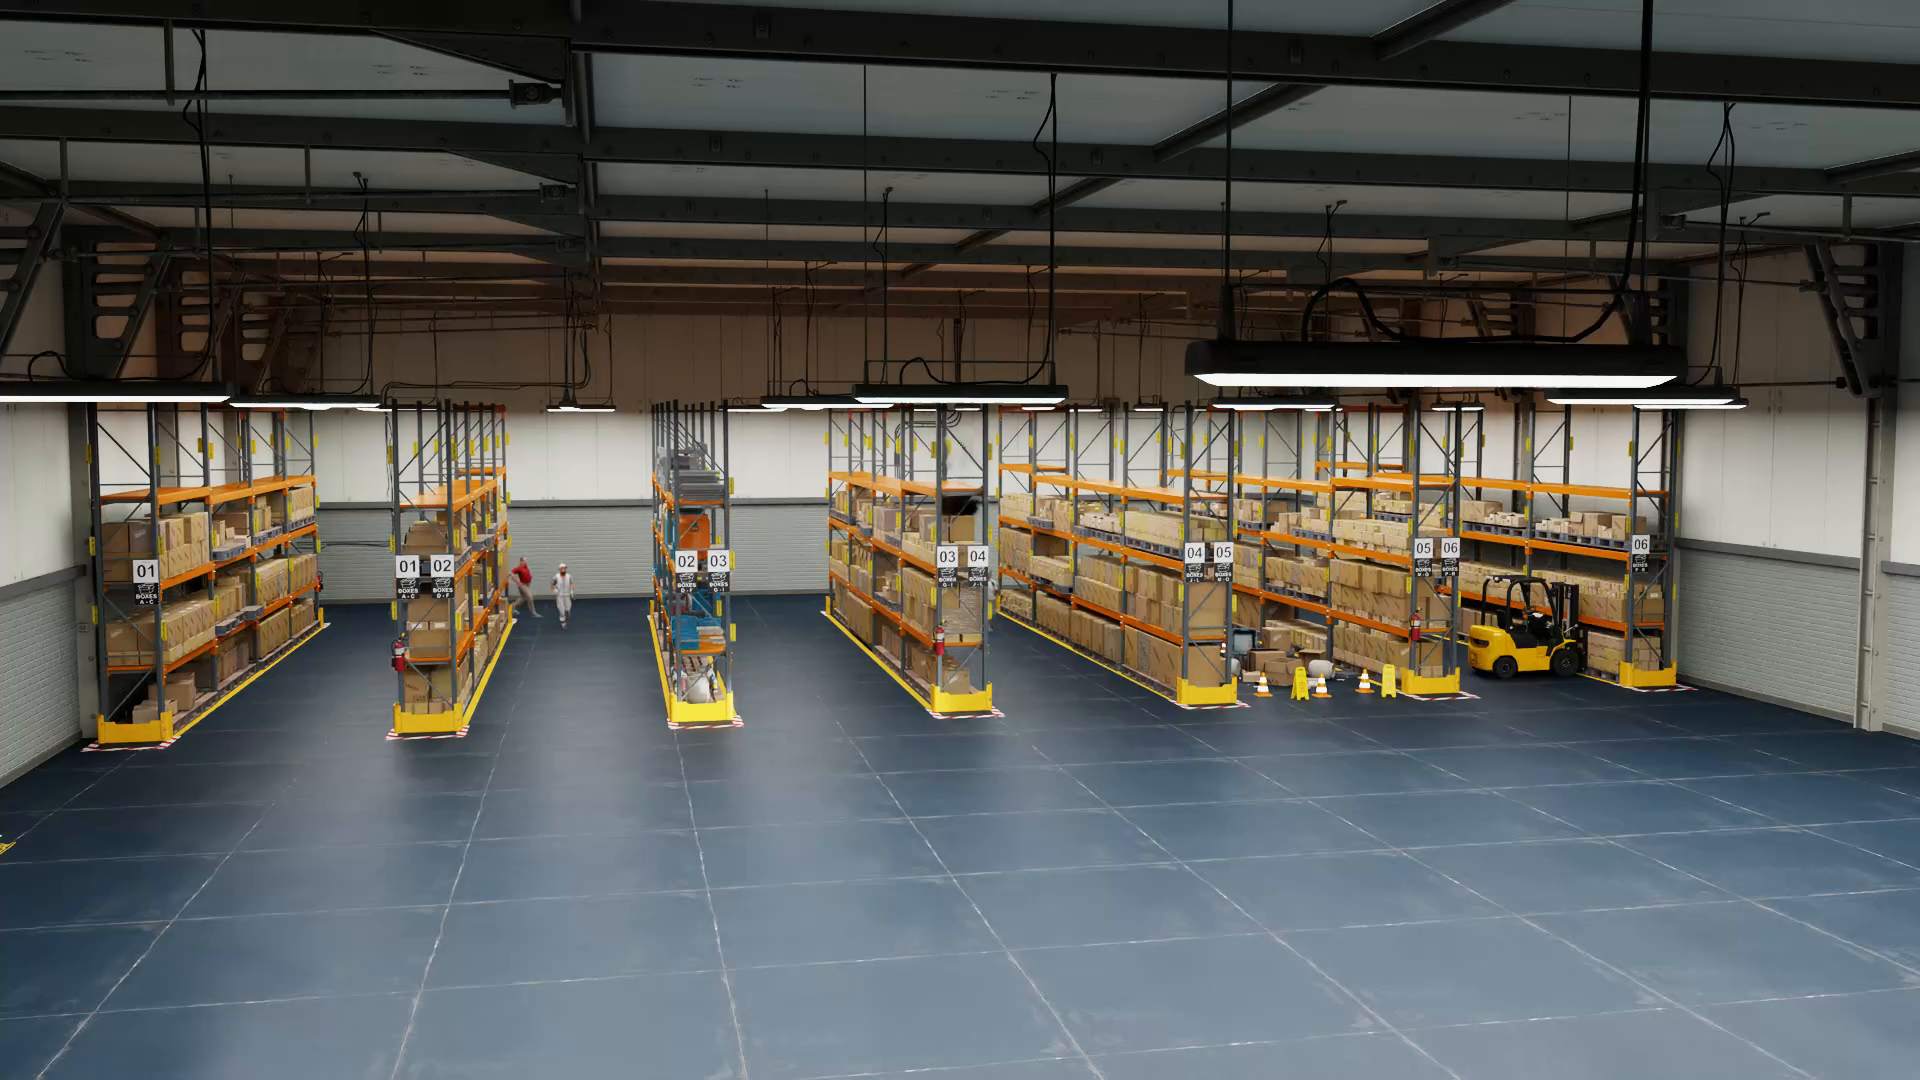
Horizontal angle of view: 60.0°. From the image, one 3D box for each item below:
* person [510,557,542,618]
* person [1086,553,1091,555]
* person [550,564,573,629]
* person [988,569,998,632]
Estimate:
[{"bbox_3d":[-12.313,1.334,46.866,0.985,1.721,0.665,0,4,6],"label":"person"},{"bbox_3d":[3.677,1.282,48.033,0.690,1.642,0.697,-2,5,-20],"label":"person"},{"bbox_3d":[-10.622,1.507,44.425,0.642,1.750,0.635,-2,5,-25],"label":"person"},{"bbox_3d":[0.733,1.582,43.949,0.571,1.659,0.665,-1,4,-16],"label":"person"}]
